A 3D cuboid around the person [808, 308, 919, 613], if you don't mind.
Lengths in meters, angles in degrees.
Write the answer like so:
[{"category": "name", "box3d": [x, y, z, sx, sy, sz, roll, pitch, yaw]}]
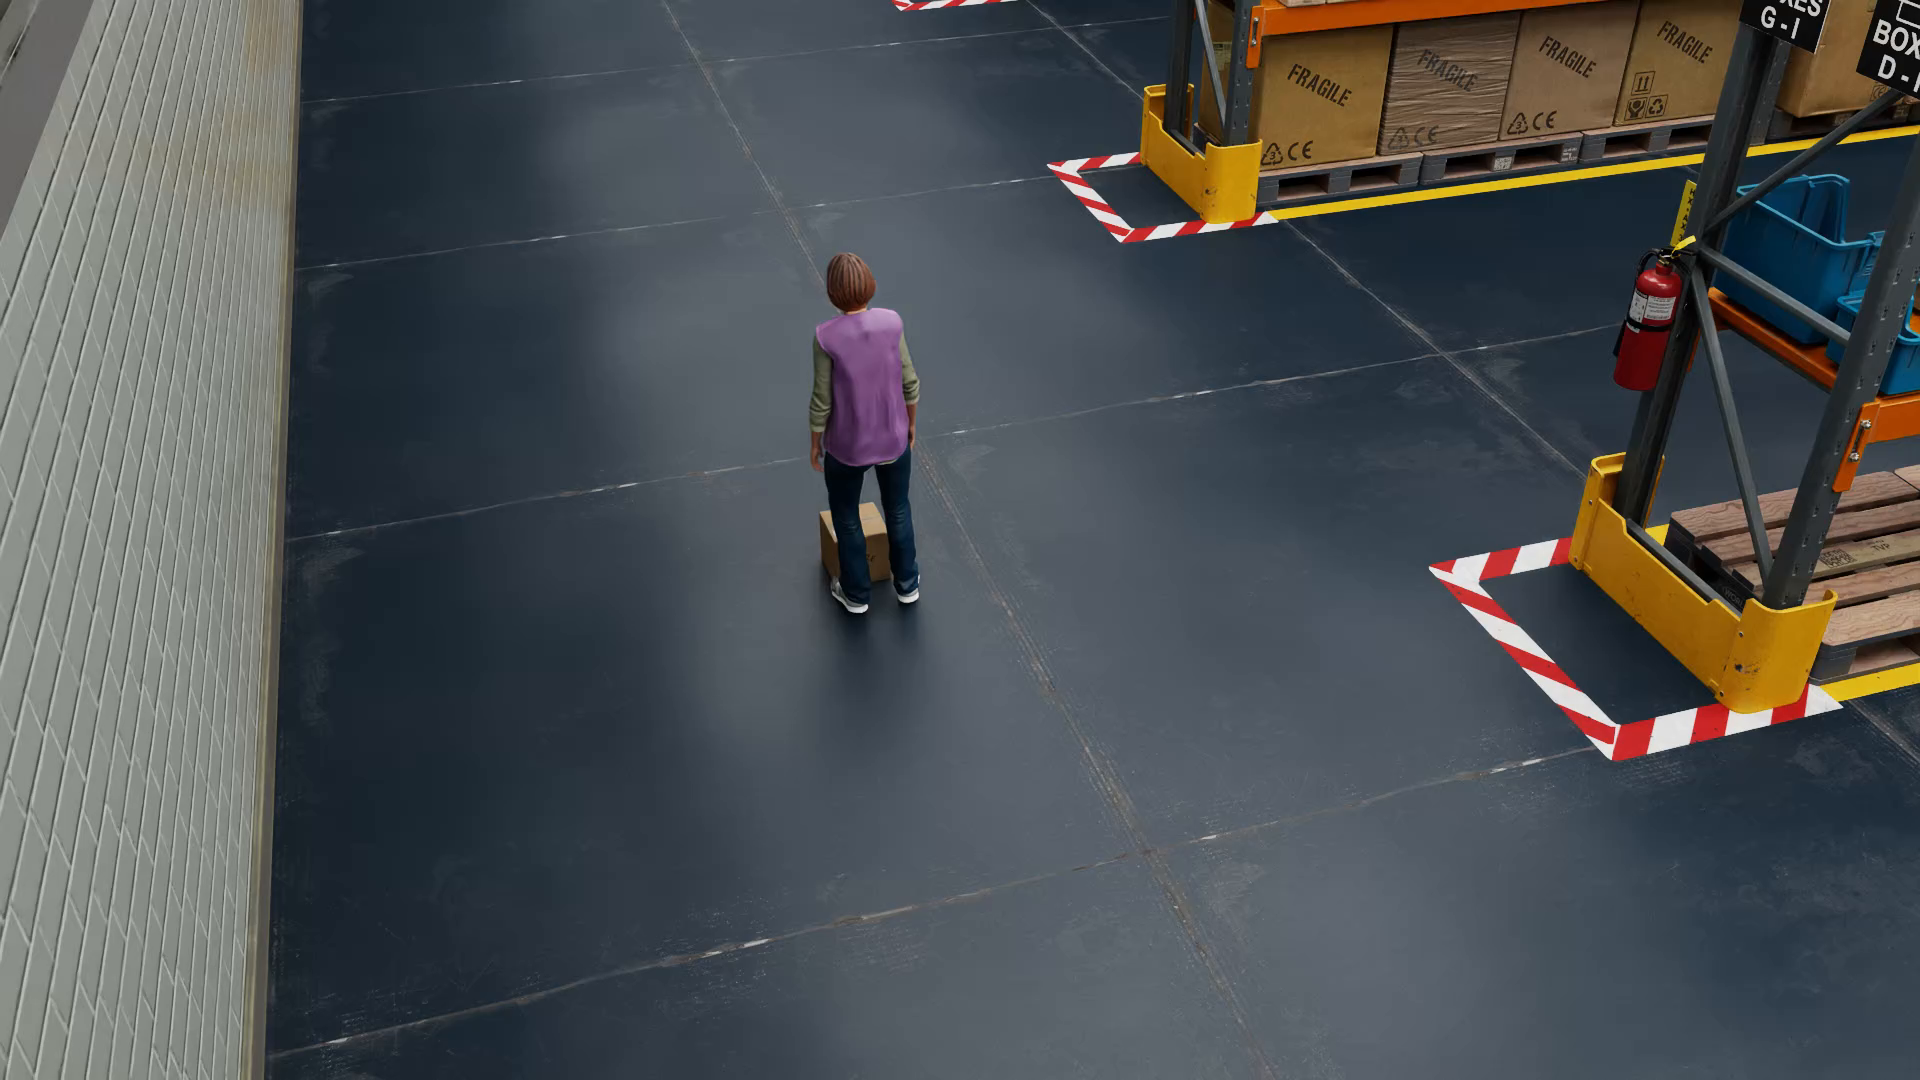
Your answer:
[{"category": "person", "box3d": [-0.380, -0.317, 6.793, 0.483, 1.392, 0.346, -12, 36, -17]}]
